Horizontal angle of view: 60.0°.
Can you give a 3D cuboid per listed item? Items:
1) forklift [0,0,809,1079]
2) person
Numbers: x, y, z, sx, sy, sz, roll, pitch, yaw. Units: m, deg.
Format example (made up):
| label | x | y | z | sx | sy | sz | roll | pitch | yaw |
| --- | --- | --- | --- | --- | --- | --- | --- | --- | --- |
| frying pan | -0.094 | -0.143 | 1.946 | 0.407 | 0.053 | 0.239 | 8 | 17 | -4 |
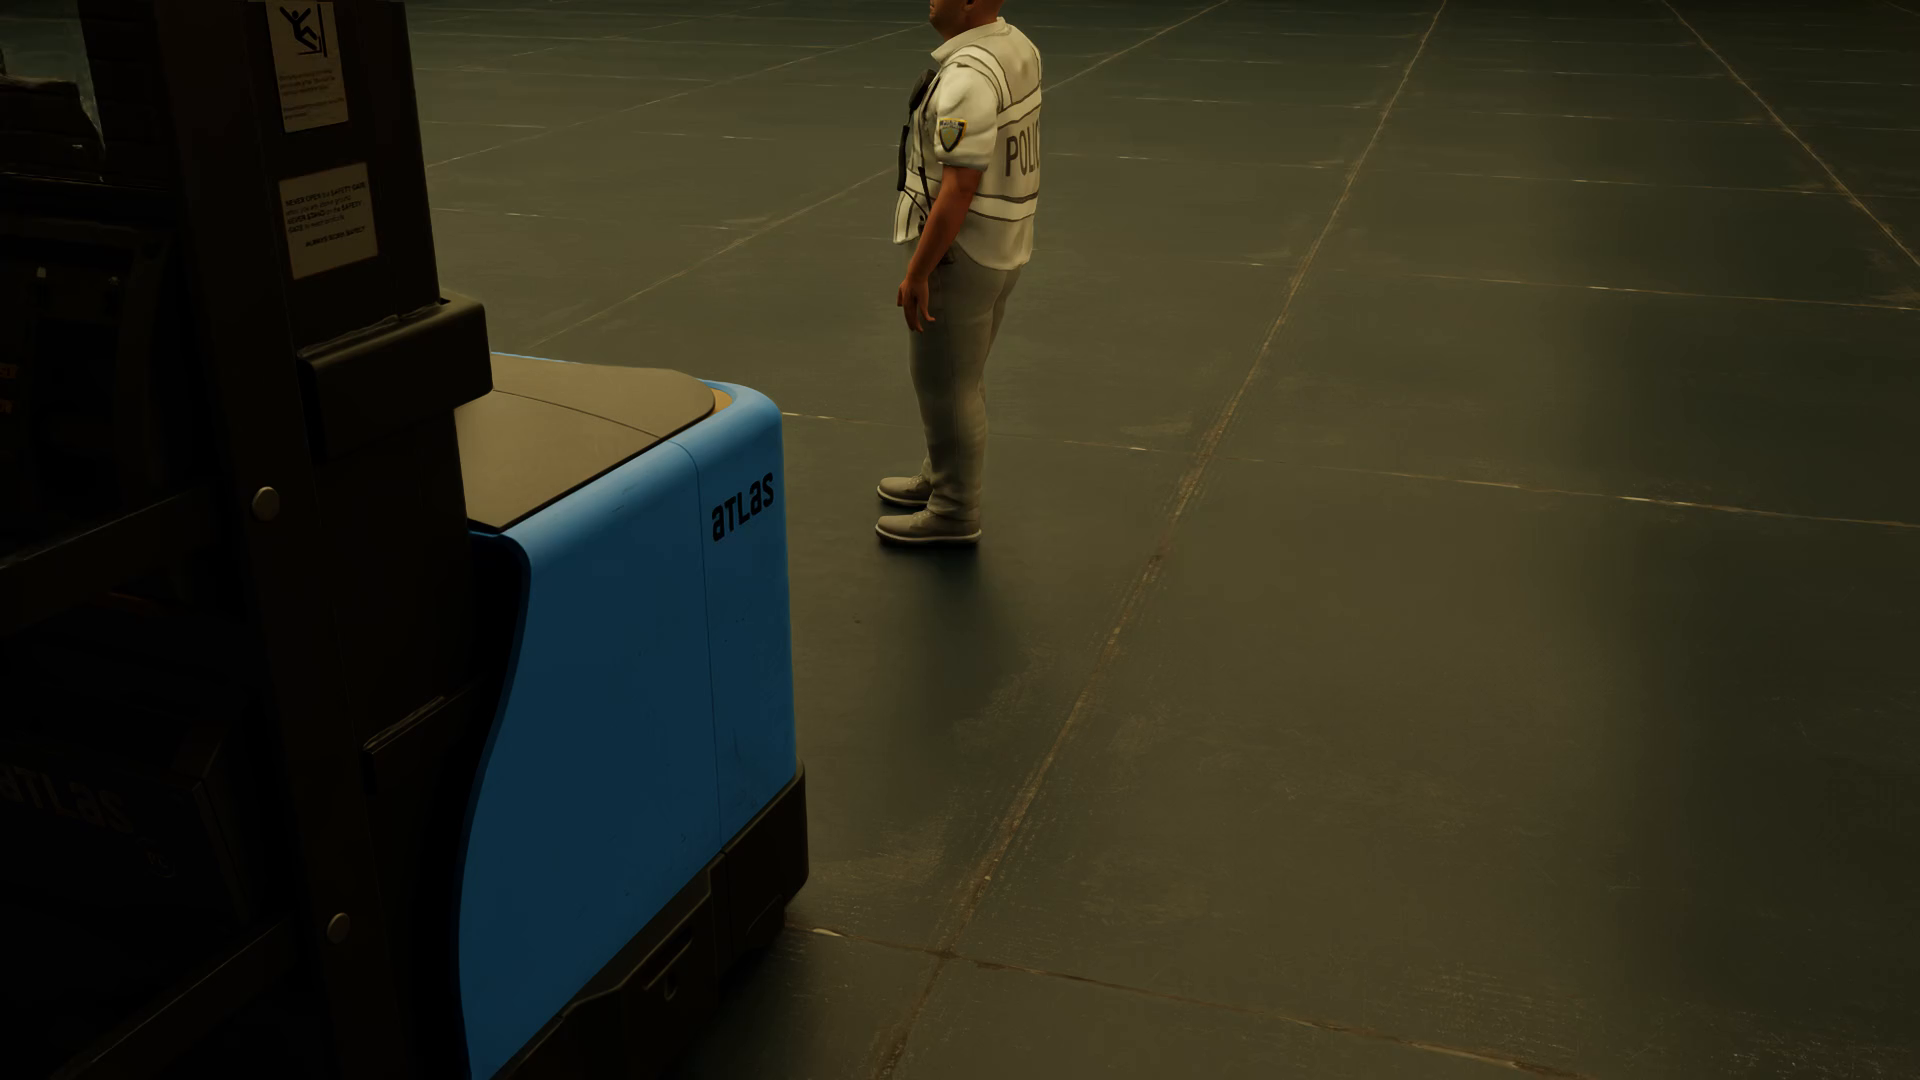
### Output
| label | x | y | z | sx | sy | sz | roll | pitch | yaw |
| --- | --- | --- | --- | --- | --- | --- | --- | --- | --- |
| forklift | -1.343 | -0.189 | 1.737 | 1.130 | 2.935 | 3.031 | 9 | 24 | 21 |
| person | -0.070 | -0.843 | 4.810 | 0.575 | 1.781 | 0.640 | 7 | 23 | 16 |
